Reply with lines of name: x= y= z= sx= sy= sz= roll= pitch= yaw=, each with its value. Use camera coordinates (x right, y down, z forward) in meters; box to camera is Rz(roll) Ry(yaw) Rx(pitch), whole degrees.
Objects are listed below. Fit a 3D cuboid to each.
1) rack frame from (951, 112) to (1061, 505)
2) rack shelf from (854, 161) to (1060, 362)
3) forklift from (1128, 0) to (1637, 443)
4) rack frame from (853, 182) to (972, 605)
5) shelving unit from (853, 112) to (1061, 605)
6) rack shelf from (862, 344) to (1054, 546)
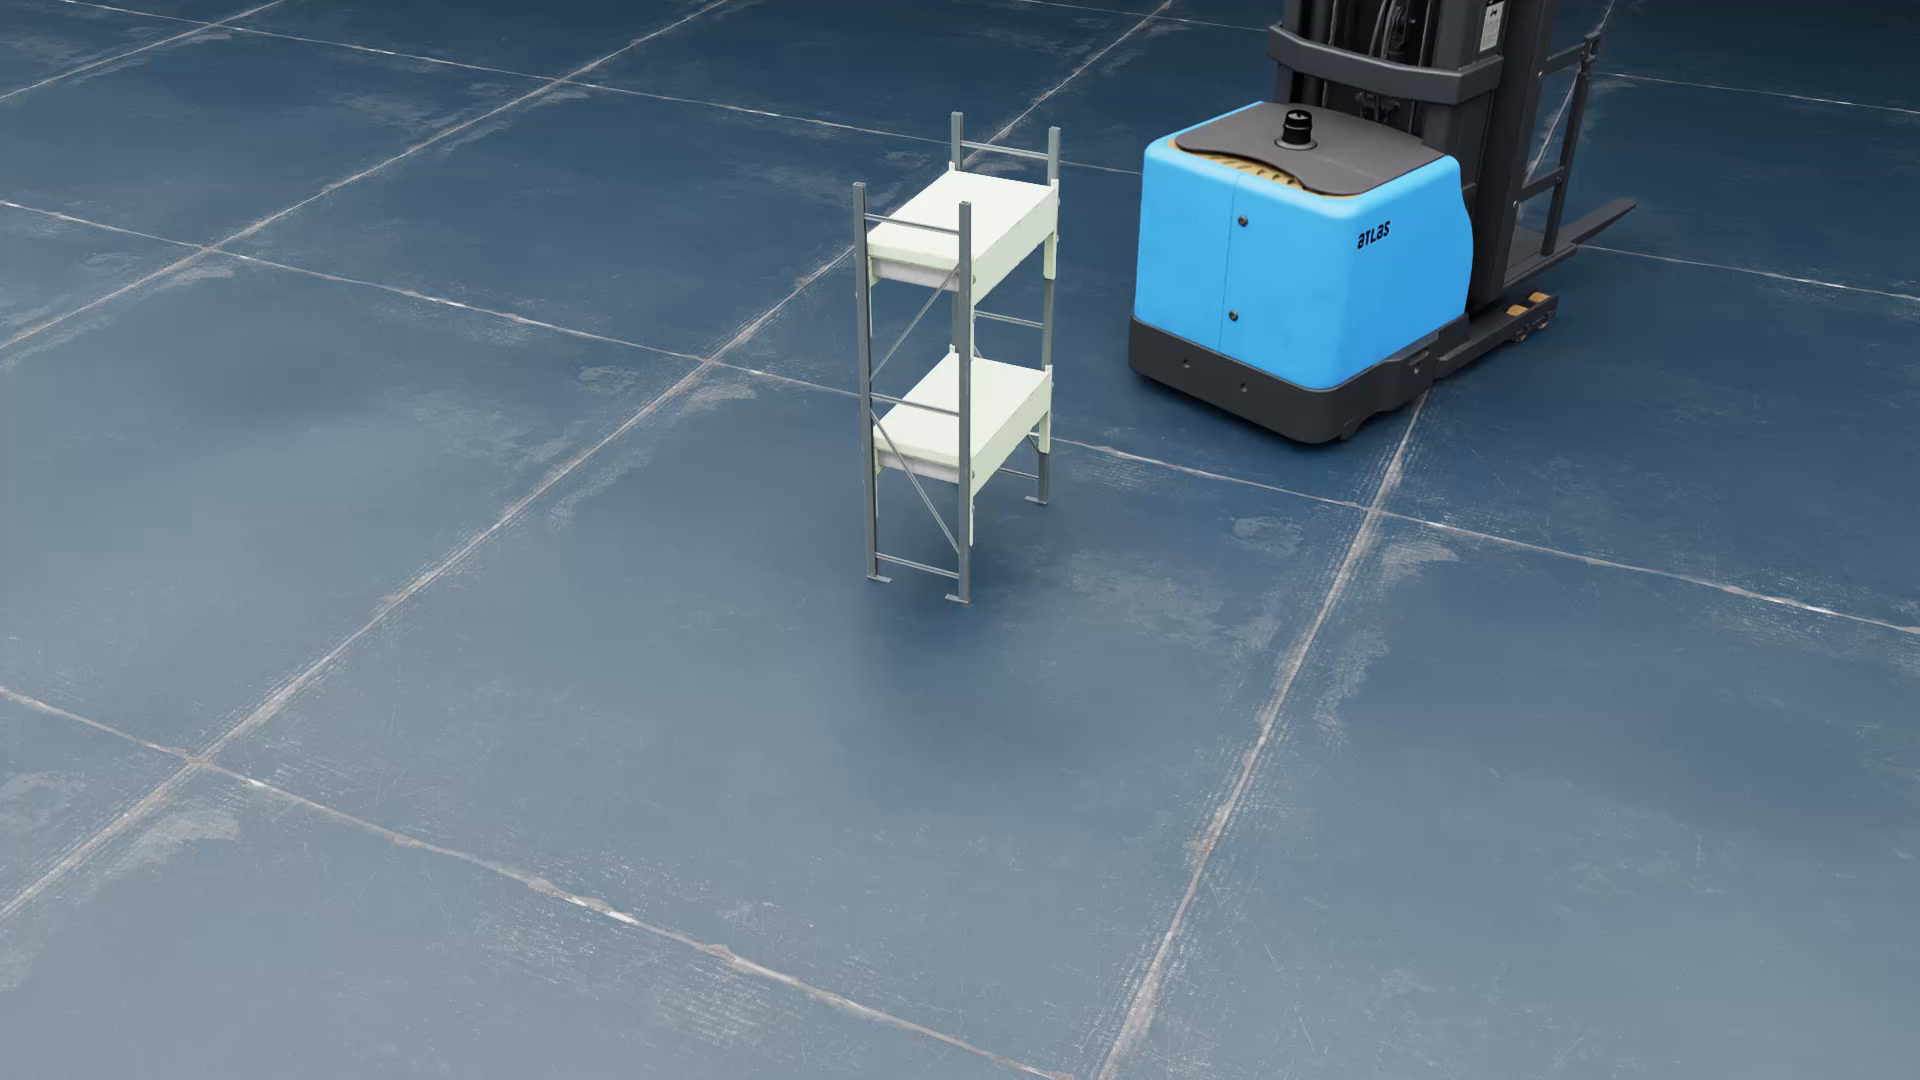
rack frame: x=0.156 y=-0.813 z=6.122 sx=0.400 sy=1.500 sz=0.023 roll=14 pitch=36 yaw=20
rack shelf: x=0.003 y=-0.957 z=5.630 sx=0.431 sy=0.370 sz=0.720 roll=14 pitch=36 yaw=20
forklift: x=2.140 y=-2.317 z=7.110 sx=3.031 sy=2.935 sz=1.130 roll=-28 pitch=43 yaw=-36
rack frame: x=-0.150 y=-0.448 z=5.566 sx=0.400 sy=1.500 sz=0.023 roll=14 pitch=36 yaw=20
shelving unit: x=0.003 y=-0.631 z=5.844 sx=0.431 sy=1.500 sz=0.755 roll=14 pitch=36 yaw=20
rack shelf: x=0.003 y=-0.358 z=6.023 sx=0.431 sy=0.370 sz=0.720 roll=14 pitch=36 yaw=20
